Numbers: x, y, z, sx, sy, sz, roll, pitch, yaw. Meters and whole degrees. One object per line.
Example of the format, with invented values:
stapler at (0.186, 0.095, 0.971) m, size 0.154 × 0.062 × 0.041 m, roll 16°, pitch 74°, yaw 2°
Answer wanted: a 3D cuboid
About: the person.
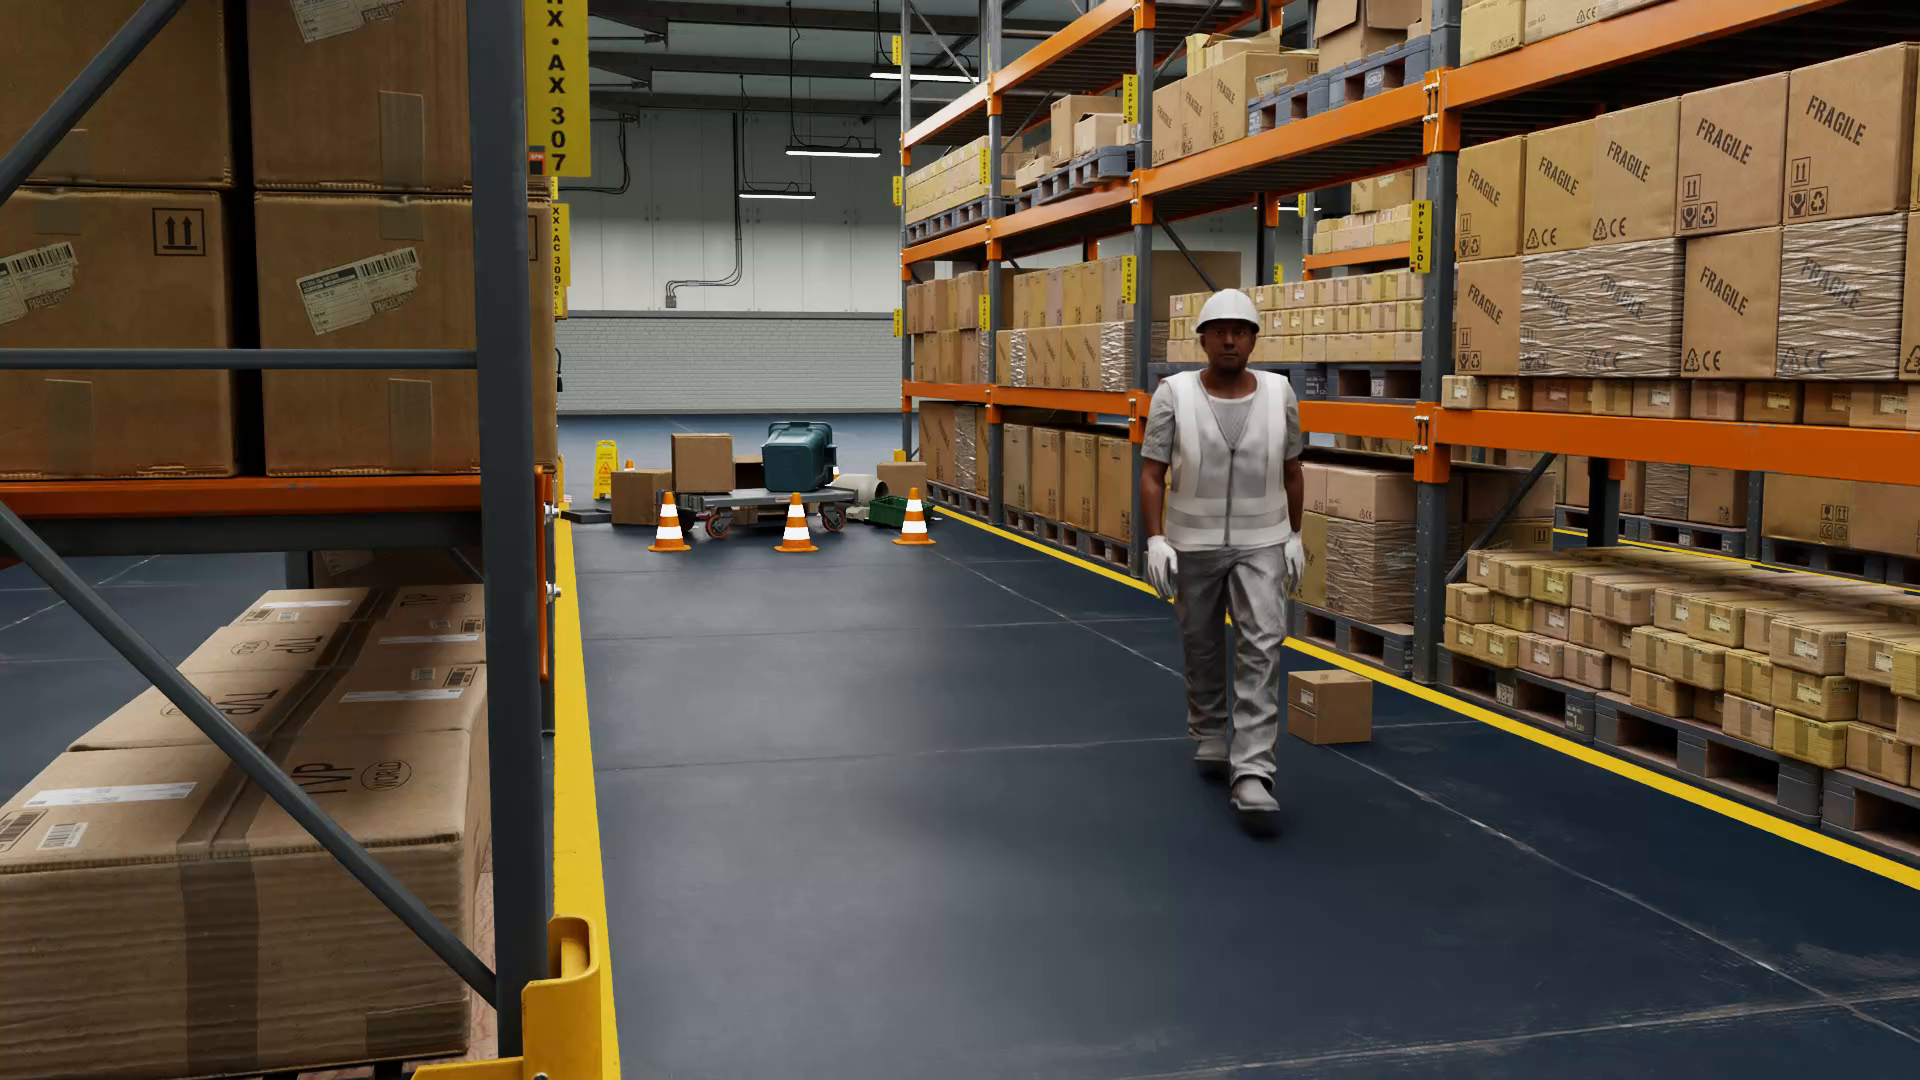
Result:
person at (0.900, 0.011, 5.672) m, size 0.575 × 1.717 × 1.056 m, roll 1°, pitch 6°, yaw 8°
